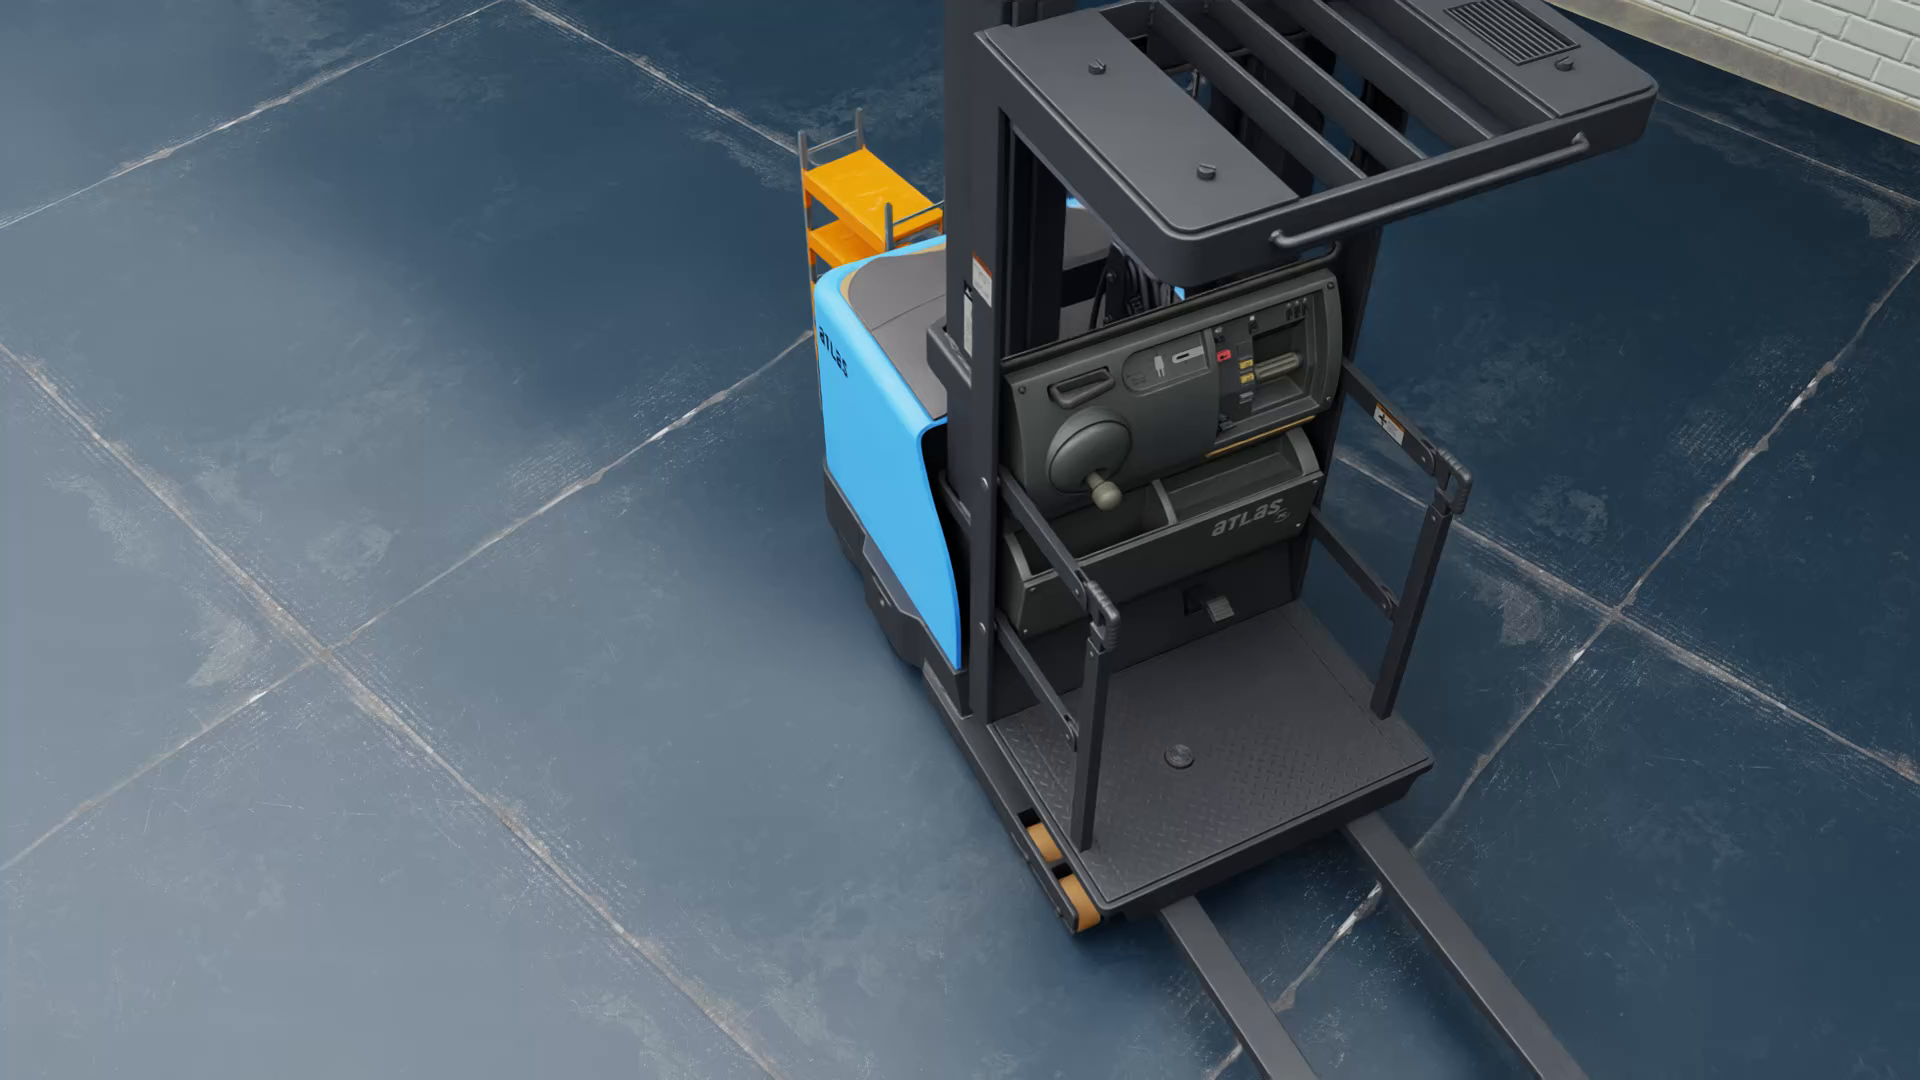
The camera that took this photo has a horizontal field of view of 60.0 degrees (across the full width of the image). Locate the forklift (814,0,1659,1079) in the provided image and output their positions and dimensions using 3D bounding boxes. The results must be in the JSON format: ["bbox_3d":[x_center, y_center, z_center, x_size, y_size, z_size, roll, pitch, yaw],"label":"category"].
[{"bbox_3d":[0.648,-0.273,3.996,1.130,2.935,3.031,-20,50,-18],"label":"forklift"}]

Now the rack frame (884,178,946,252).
[{"bbox_3d":[-0.131,-0.660,5.547,0.240,1.200,0.015,-28,53,-24],"label":"rack frame"}]

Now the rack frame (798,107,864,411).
[{"bbox_3d":[-0.420,-0.947,5.816,0.240,1.200,0.015,-28,53,-24],"label":"rack frame"}]

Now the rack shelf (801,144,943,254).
[{"bbox_3d":[-0.276,-1.072,5.395,0.258,0.148,0.480,-28,53,-24],"label":"rack shelf"}]

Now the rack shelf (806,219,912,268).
[{"bbox_3d":[-0.276,-0.910,5.567,0.258,0.148,0.480,-28,53,-24],"label":"rack shelf"}]

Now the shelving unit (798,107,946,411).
[{"bbox_3d":[-0.276,-0.803,5.681,0.258,1.200,0.503,-28,53,-24],"label":"shelving unit"}]

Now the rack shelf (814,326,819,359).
[{"bbox_3d":[-0.276,-0.621,5.875,0.258,0.148,0.480,-28,53,-24],"label":"rack shelf"}]

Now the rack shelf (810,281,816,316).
[{"bbox_3d":[-0.276,-0.757,5.730,0.258,0.148,0.480,-28,53,-24],"label":"rack shelf"}]
